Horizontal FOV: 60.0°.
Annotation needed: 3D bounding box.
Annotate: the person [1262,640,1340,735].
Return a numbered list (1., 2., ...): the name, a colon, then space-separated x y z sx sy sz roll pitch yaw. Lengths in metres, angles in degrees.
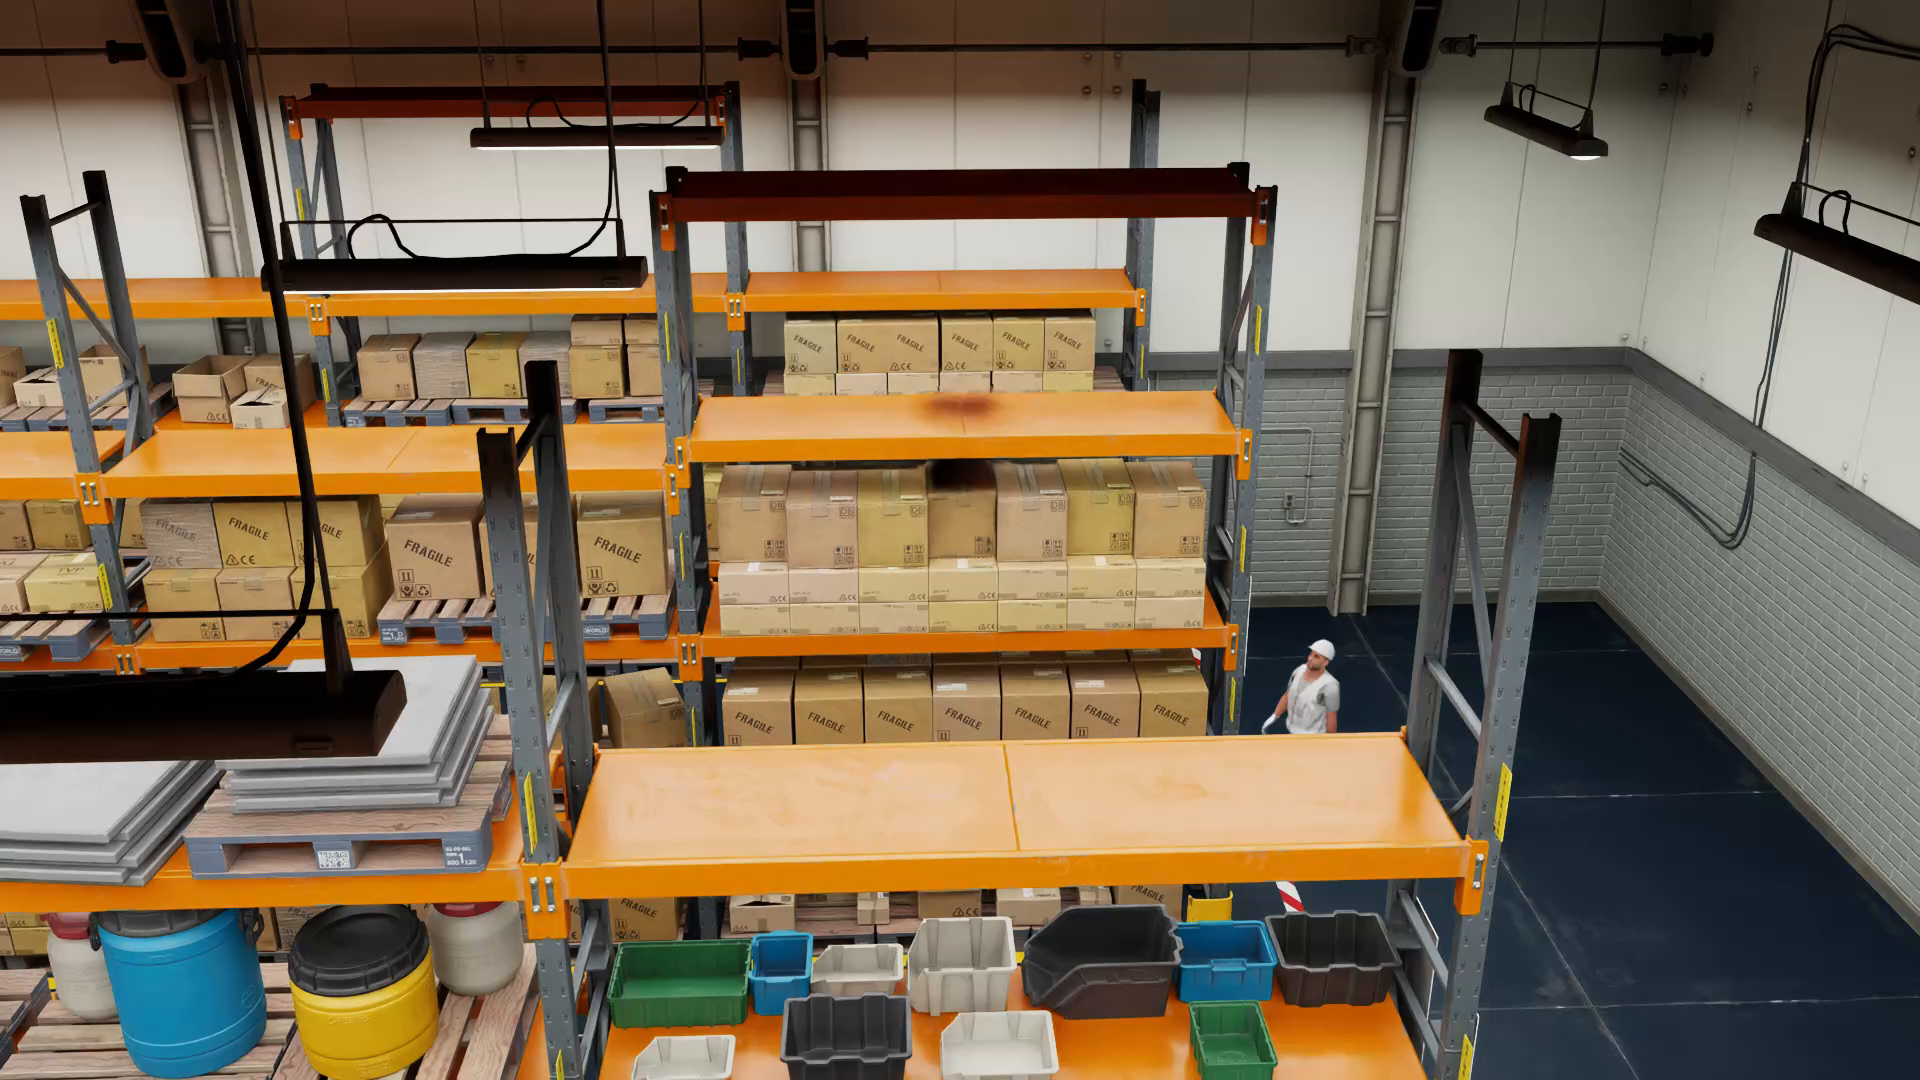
1. person: 2.937 1.700 14.605 0.877 1.756 0.546 -4 22 -9
